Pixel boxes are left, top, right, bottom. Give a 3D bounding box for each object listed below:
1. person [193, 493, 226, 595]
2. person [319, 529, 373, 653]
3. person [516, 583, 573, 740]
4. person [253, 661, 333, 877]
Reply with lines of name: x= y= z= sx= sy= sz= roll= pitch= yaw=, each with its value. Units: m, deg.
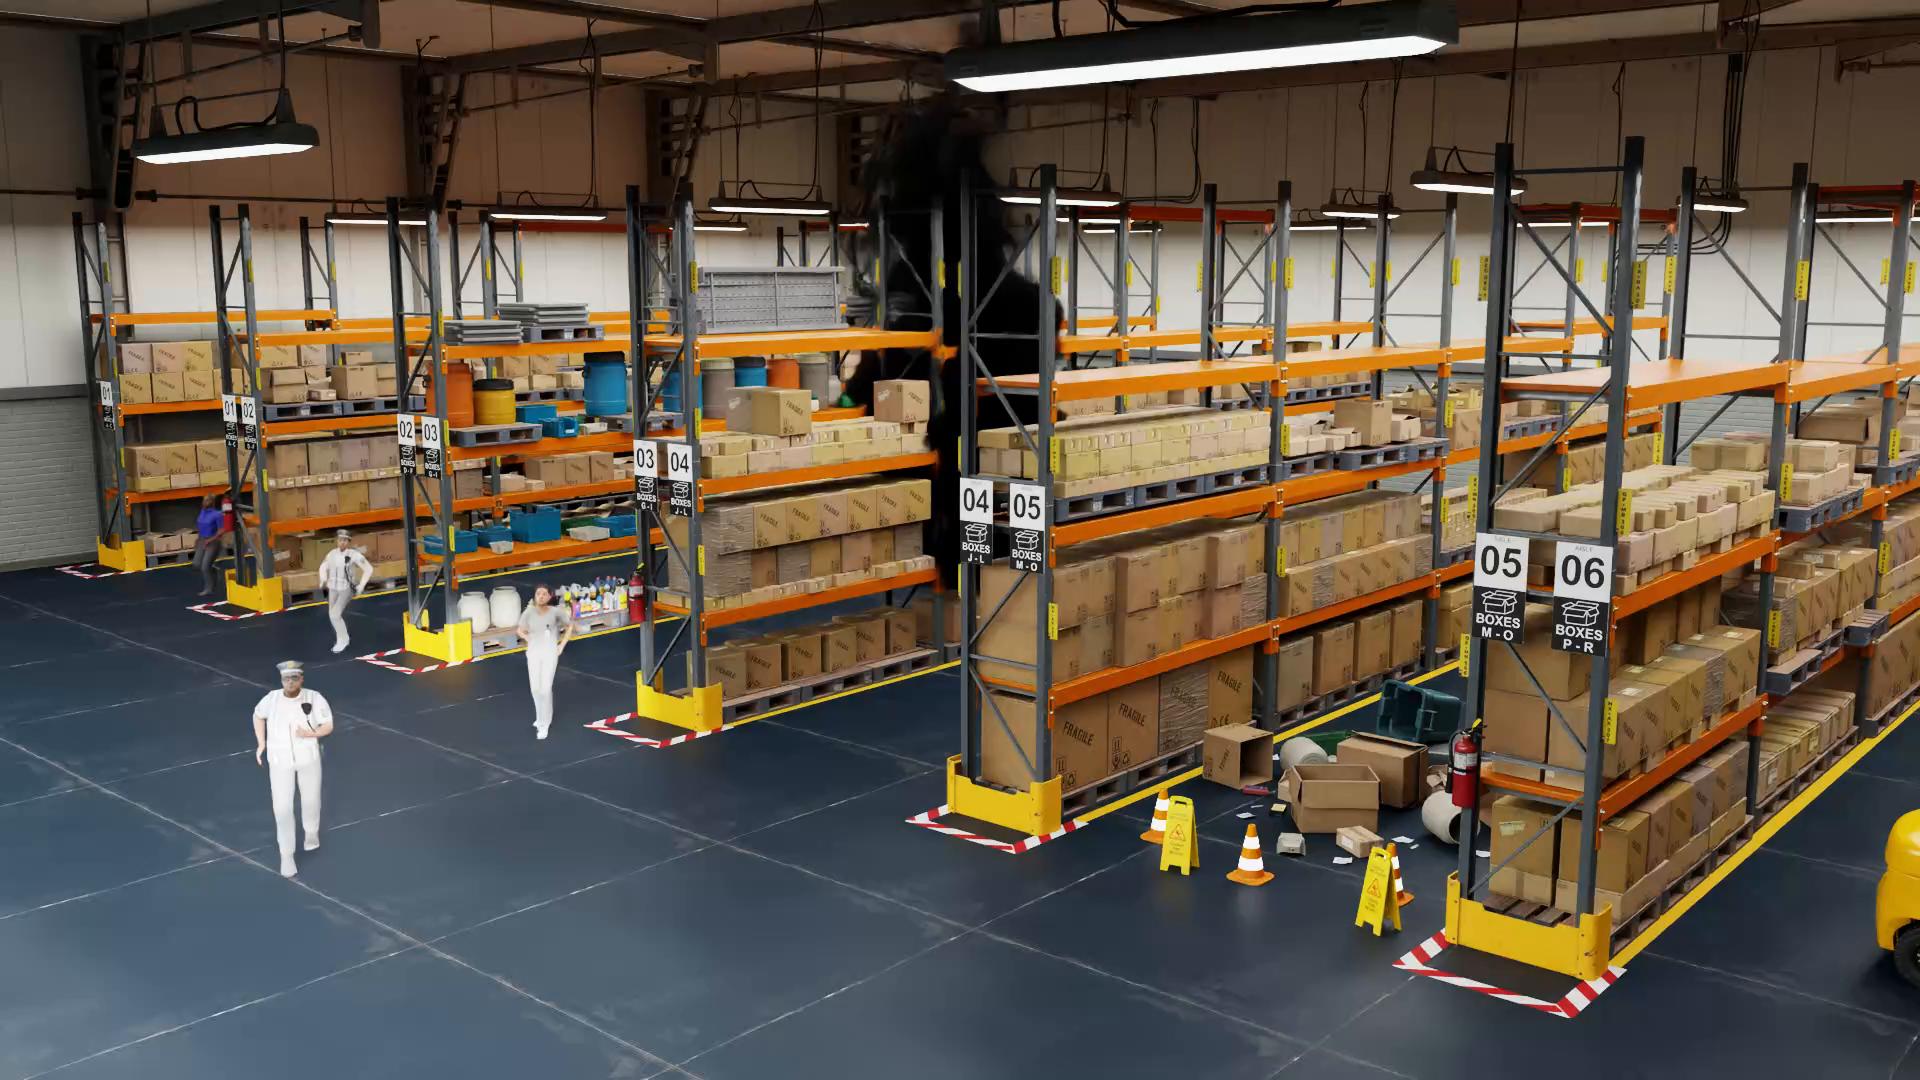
person: x=-11.759 y=0.071 z=26.139 sx=0.580 sy=1.630 sz=0.551 roll=3 pitch=10 yaw=19
person: x=-8.232 y=0.681 z=22.189 sx=0.686 sy=1.670 sz=0.579 roll=2 pitch=10 yaw=14
person: x=-4.582 y=1.321 z=18.326 sx=0.580 sy=1.713 sz=0.645 roll=1 pitch=9 yaw=3
person: x=-5.738 y=1.935 z=14.364 sx=0.634 sy=1.854 sz=0.783 roll=-4 pitch=10 yaw=-22
